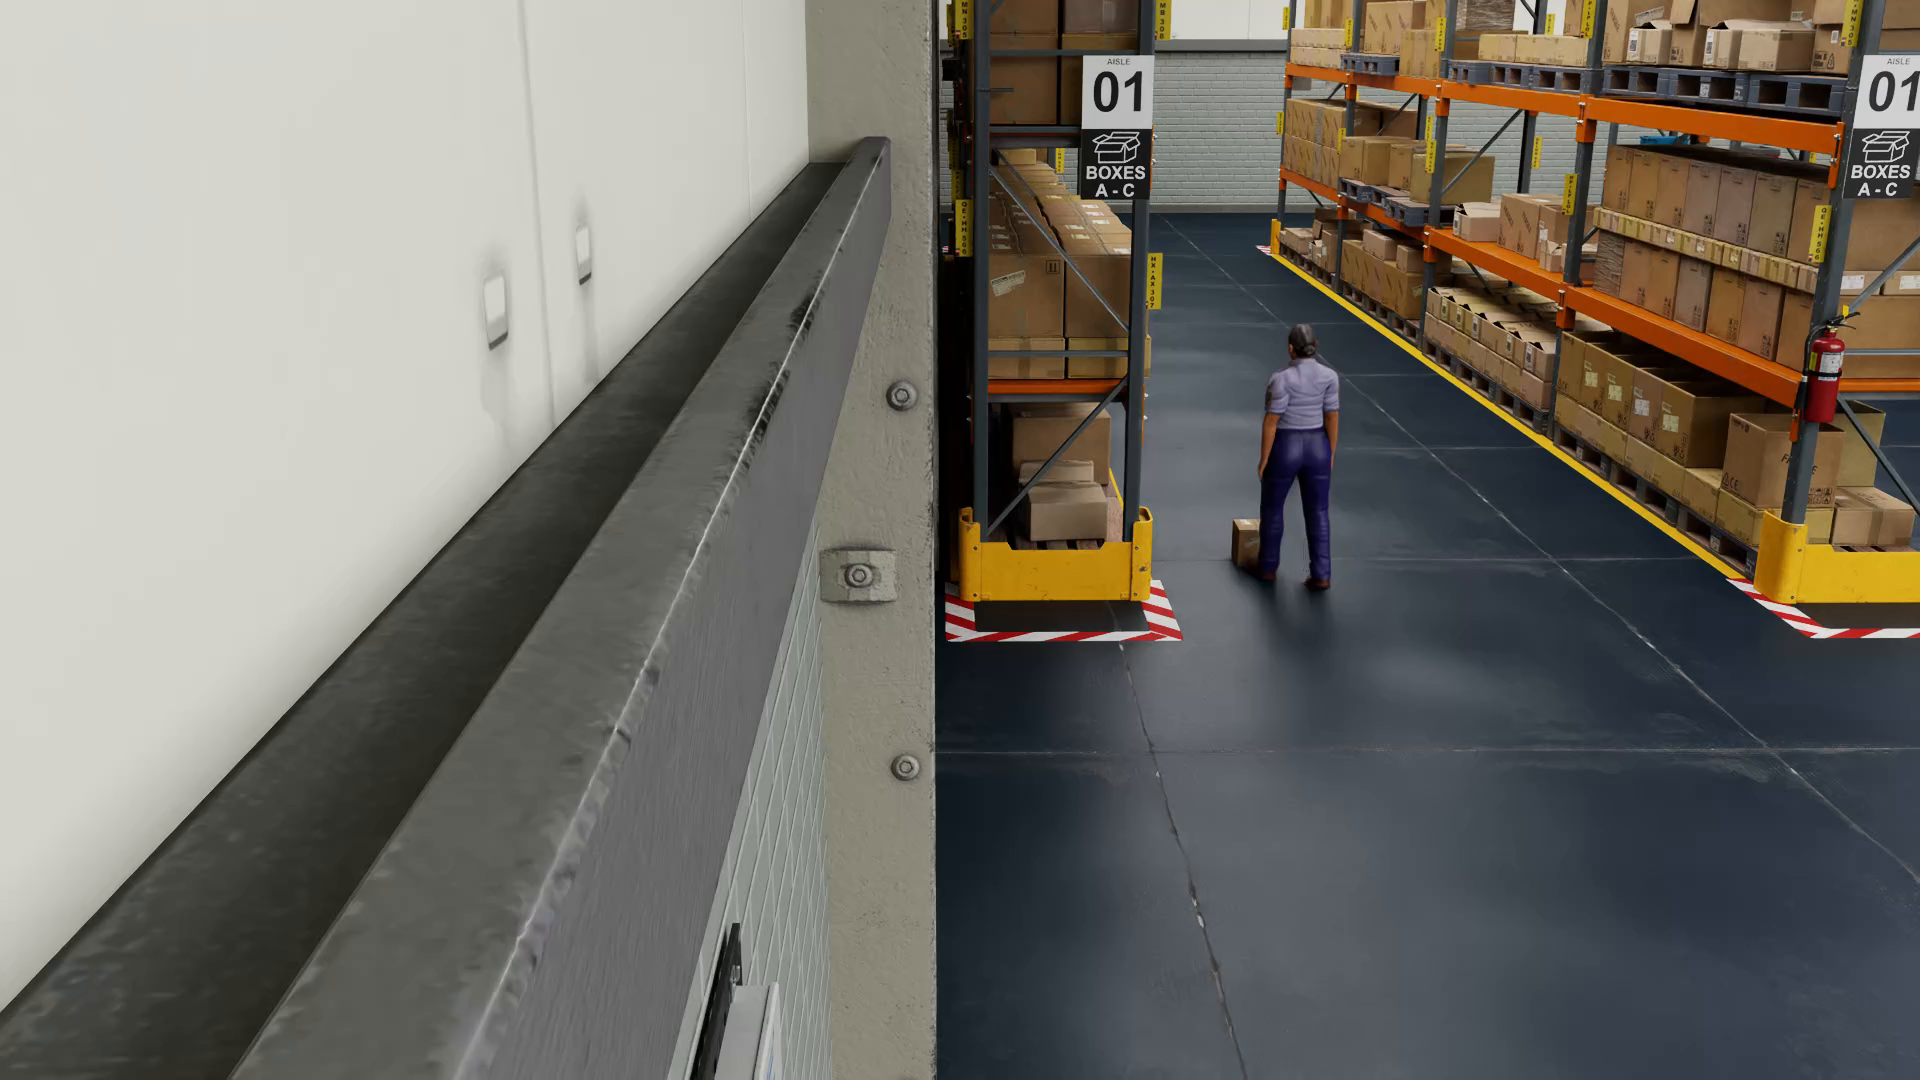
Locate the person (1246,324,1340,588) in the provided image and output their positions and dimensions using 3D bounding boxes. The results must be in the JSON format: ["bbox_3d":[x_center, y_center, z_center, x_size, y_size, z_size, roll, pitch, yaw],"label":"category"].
[{"bbox_3d":[2.055,-0.520,10.255,0.489,1.667,0.579,-2,17,-7],"label":"person"}]
